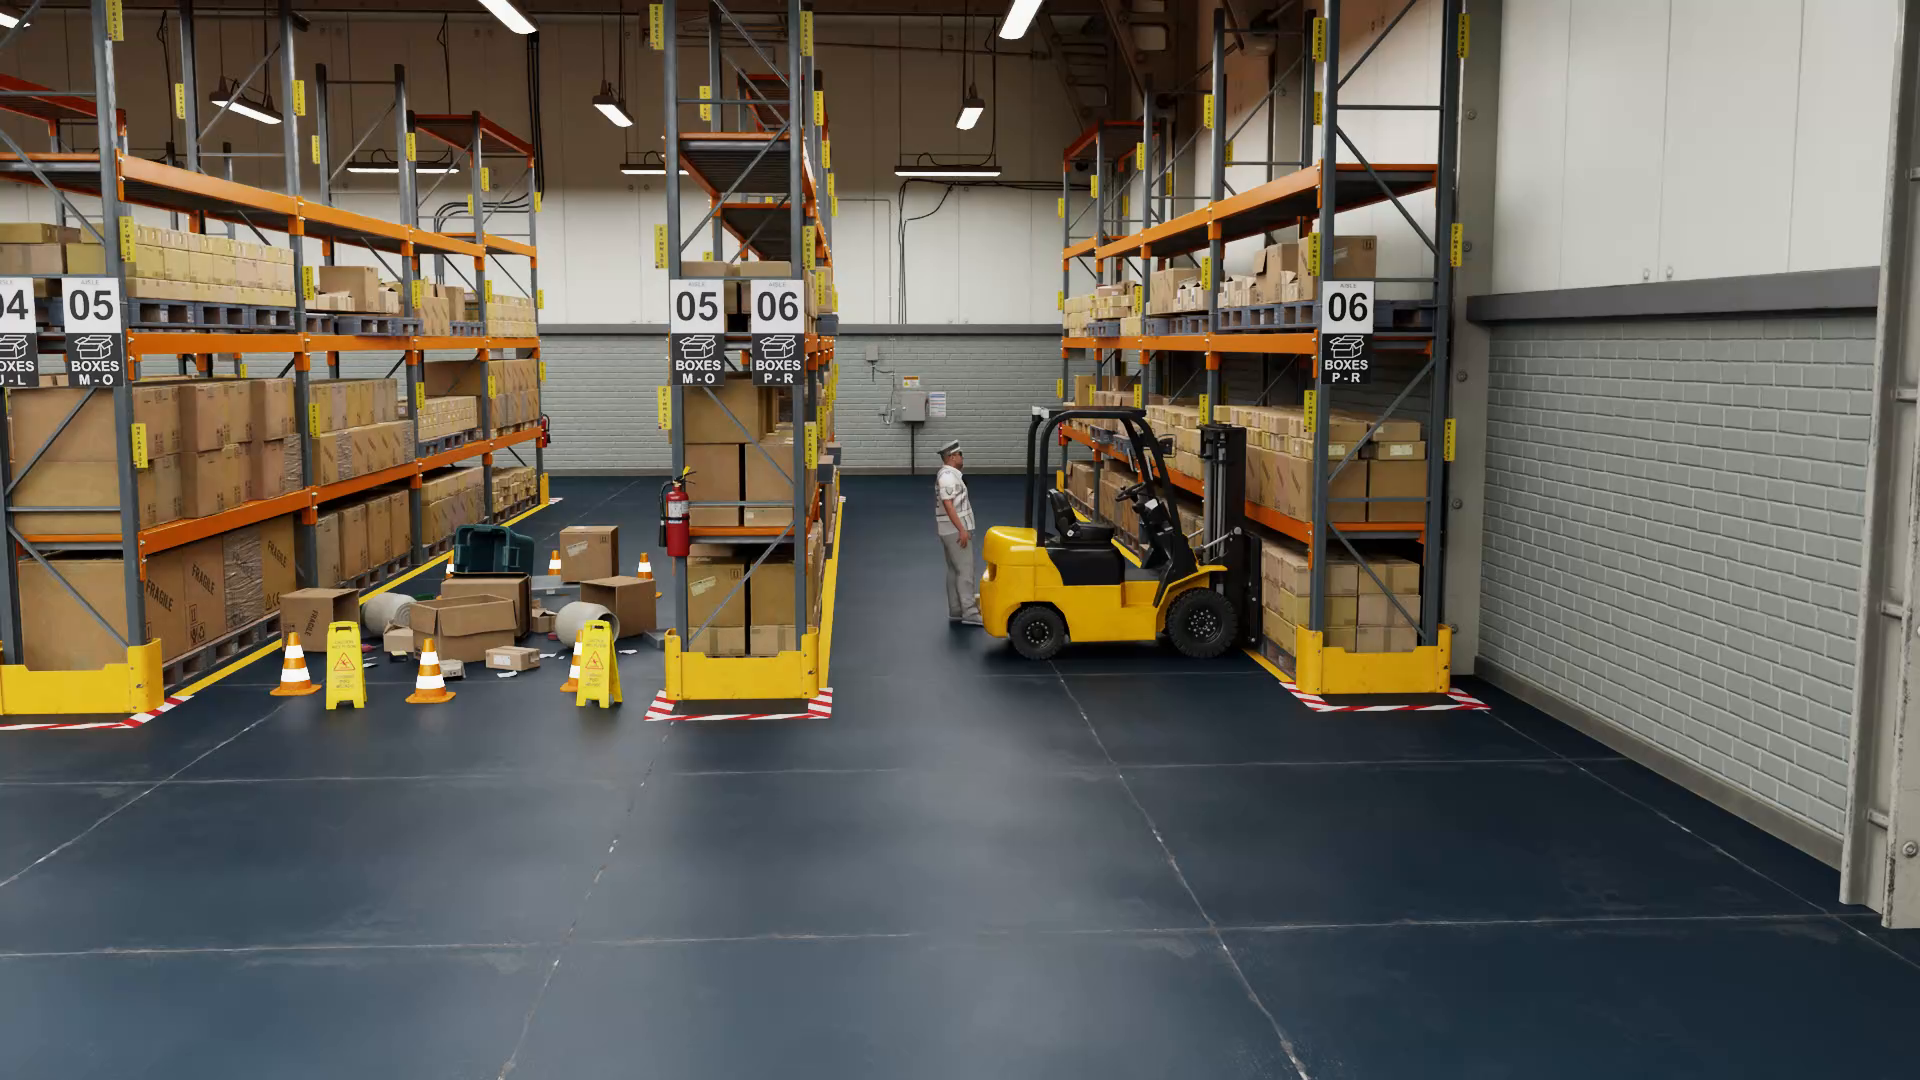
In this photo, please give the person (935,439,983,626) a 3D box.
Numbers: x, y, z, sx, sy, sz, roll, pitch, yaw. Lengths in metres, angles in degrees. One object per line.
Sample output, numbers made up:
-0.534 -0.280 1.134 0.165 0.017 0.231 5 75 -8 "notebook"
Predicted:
0.043 -0.088 16.259 0.575 1.778 0.640 0 7 -4 "person"
